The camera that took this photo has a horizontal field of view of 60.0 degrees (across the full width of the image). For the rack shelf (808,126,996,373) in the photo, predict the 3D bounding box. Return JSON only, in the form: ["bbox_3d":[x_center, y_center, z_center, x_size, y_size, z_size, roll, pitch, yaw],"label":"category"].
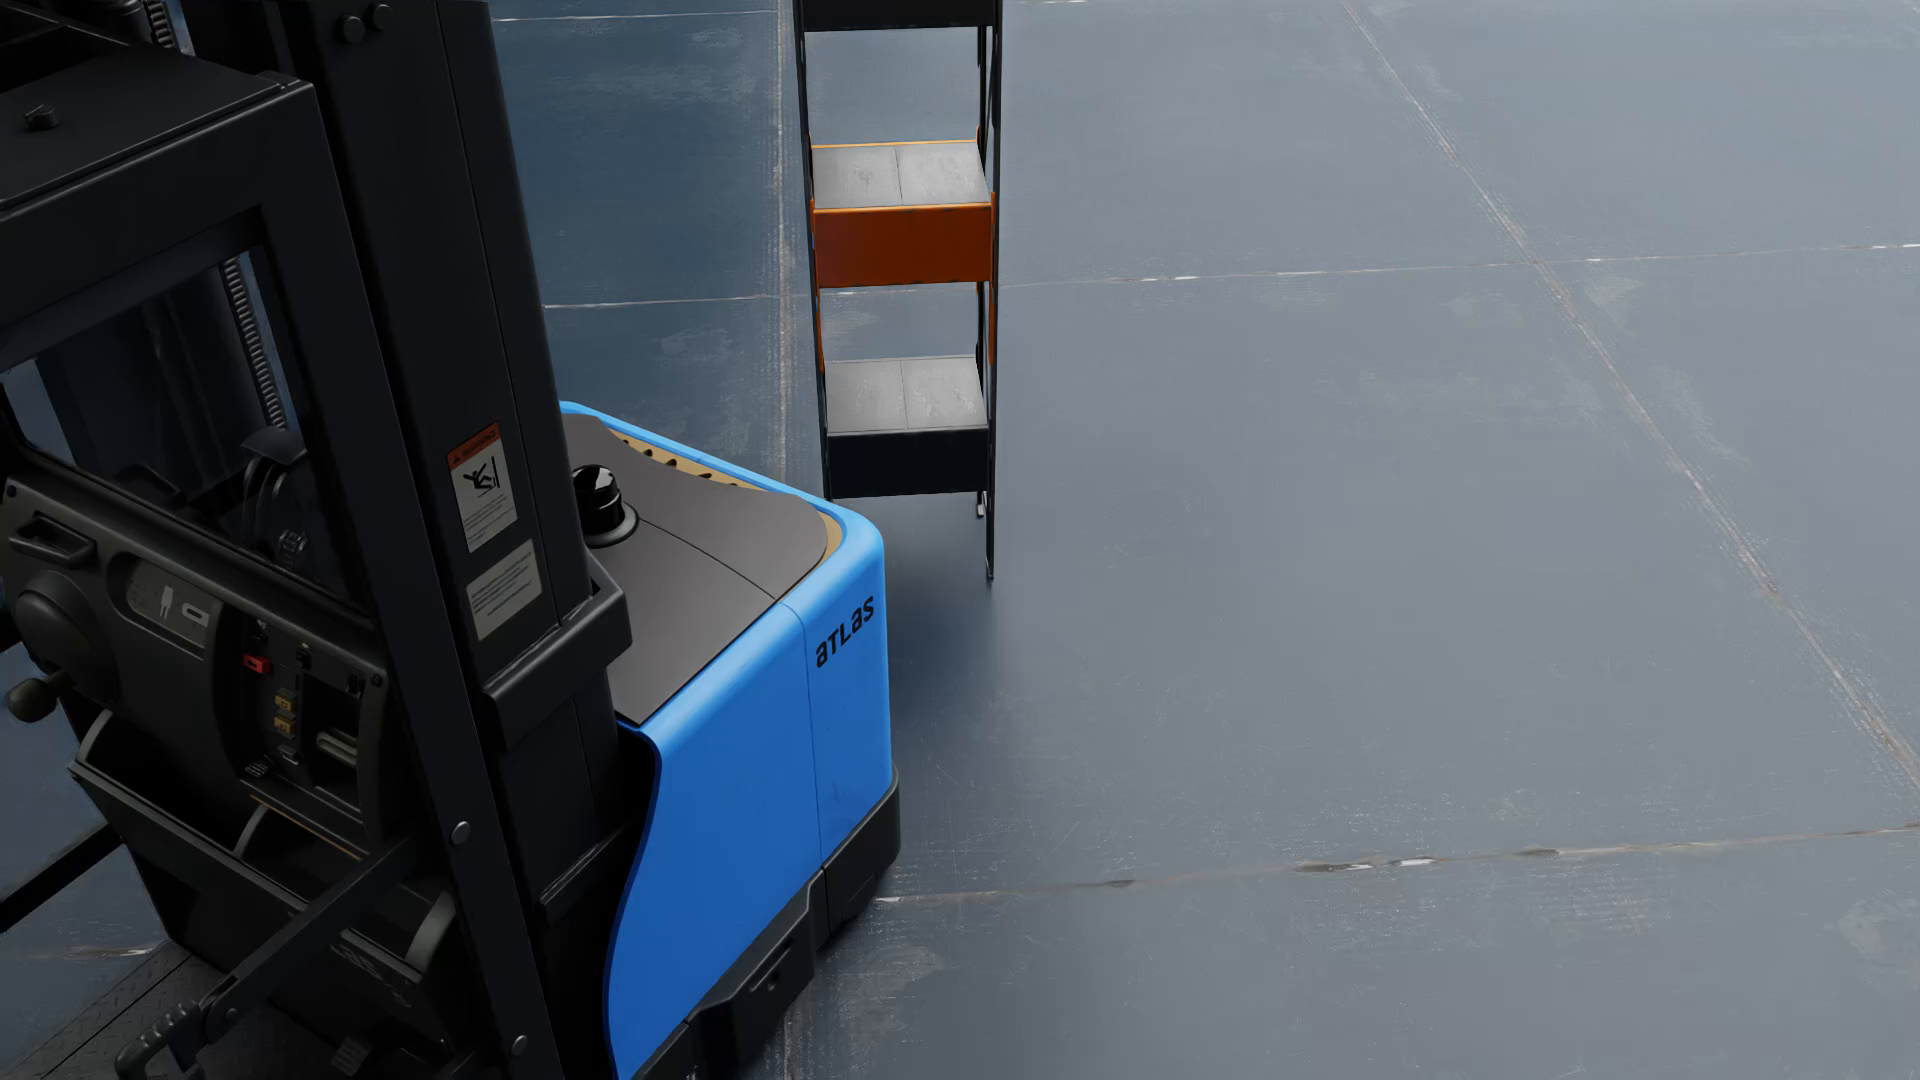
[{"bbox_3d":[-0.165,-0.805,4.597,0.480,0.518,0.431,-3,38,-4],"label":"rack shelf"}]

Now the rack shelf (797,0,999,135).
[{"bbox_3d":[-0.165,-1.354,4.163,0.480,0.518,0.431,-3,38,-4],"label":"rack shelf"}]

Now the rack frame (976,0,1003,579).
[{"bbox_3d":[0.078,-0.829,4.605,0.015,2.100,0.400,-3,38,-4],"label":"rack frame"}]

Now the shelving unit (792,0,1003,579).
[{"bbox_3d":[-0.165,-0.815,4.588,0.503,2.100,0.431,-3,38,-4],"label":"shelving unit"}]

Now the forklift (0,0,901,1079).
[{"bbox_3d":[-1.356,0.270,2.542,1.130,2.935,3.031,21,43,25],"label":"forklift"}]

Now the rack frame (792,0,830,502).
[{"bbox_3d":[-0.408,-0.802,4.571,0.015,2.100,0.400,-3,38,-4],"label":"rack frame"}]

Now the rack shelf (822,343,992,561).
[{"bbox_3d":[-0.165,-0.255,5.030,0.480,0.518,0.431,-3,38,-4],"label":"rack shelf"}]
